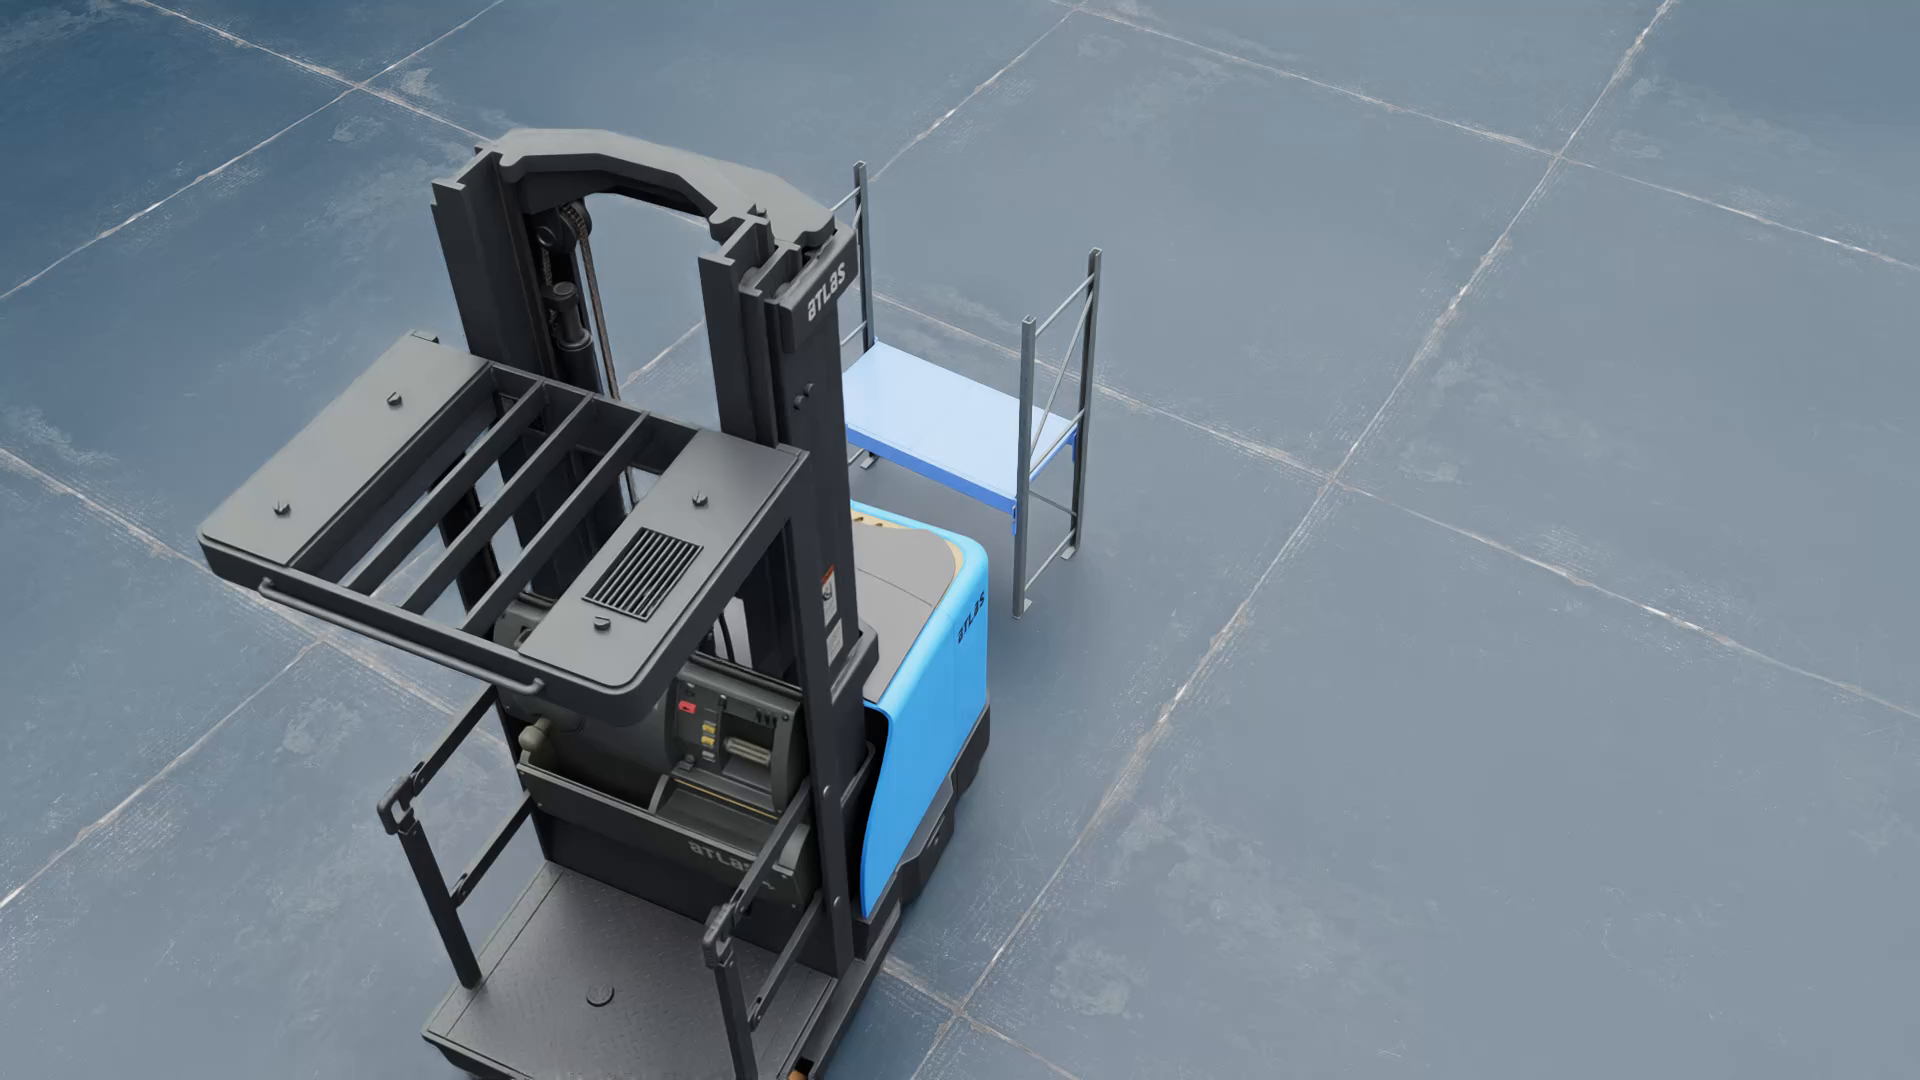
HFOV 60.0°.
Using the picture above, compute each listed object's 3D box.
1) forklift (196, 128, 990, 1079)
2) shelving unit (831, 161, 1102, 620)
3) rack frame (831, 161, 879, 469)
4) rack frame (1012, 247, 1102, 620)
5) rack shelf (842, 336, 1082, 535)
[{"bbox_3d":[-0.952,0.563,4.381,1.130,2.935,3.031,18,48,16],"label":"forklift"},{"bbox_3d":[-0.072,-0.556,6.466,1.048,1.500,0.538,25,51,22],"label":"shelving unit"},{"bbox_3d":[-0.500,-0.753,6.657,0.032,1.500,0.500,25,51,22],"label":"rack frame"},{"bbox_3d":[0.356,-0.359,6.275,0.032,1.500,0.500,25,51,22],"label":"rack frame"},{"bbox_3d":[-0.072,-0.430,6.595,1.000,0.185,0.538,25,51,22],"label":"rack shelf"}]
